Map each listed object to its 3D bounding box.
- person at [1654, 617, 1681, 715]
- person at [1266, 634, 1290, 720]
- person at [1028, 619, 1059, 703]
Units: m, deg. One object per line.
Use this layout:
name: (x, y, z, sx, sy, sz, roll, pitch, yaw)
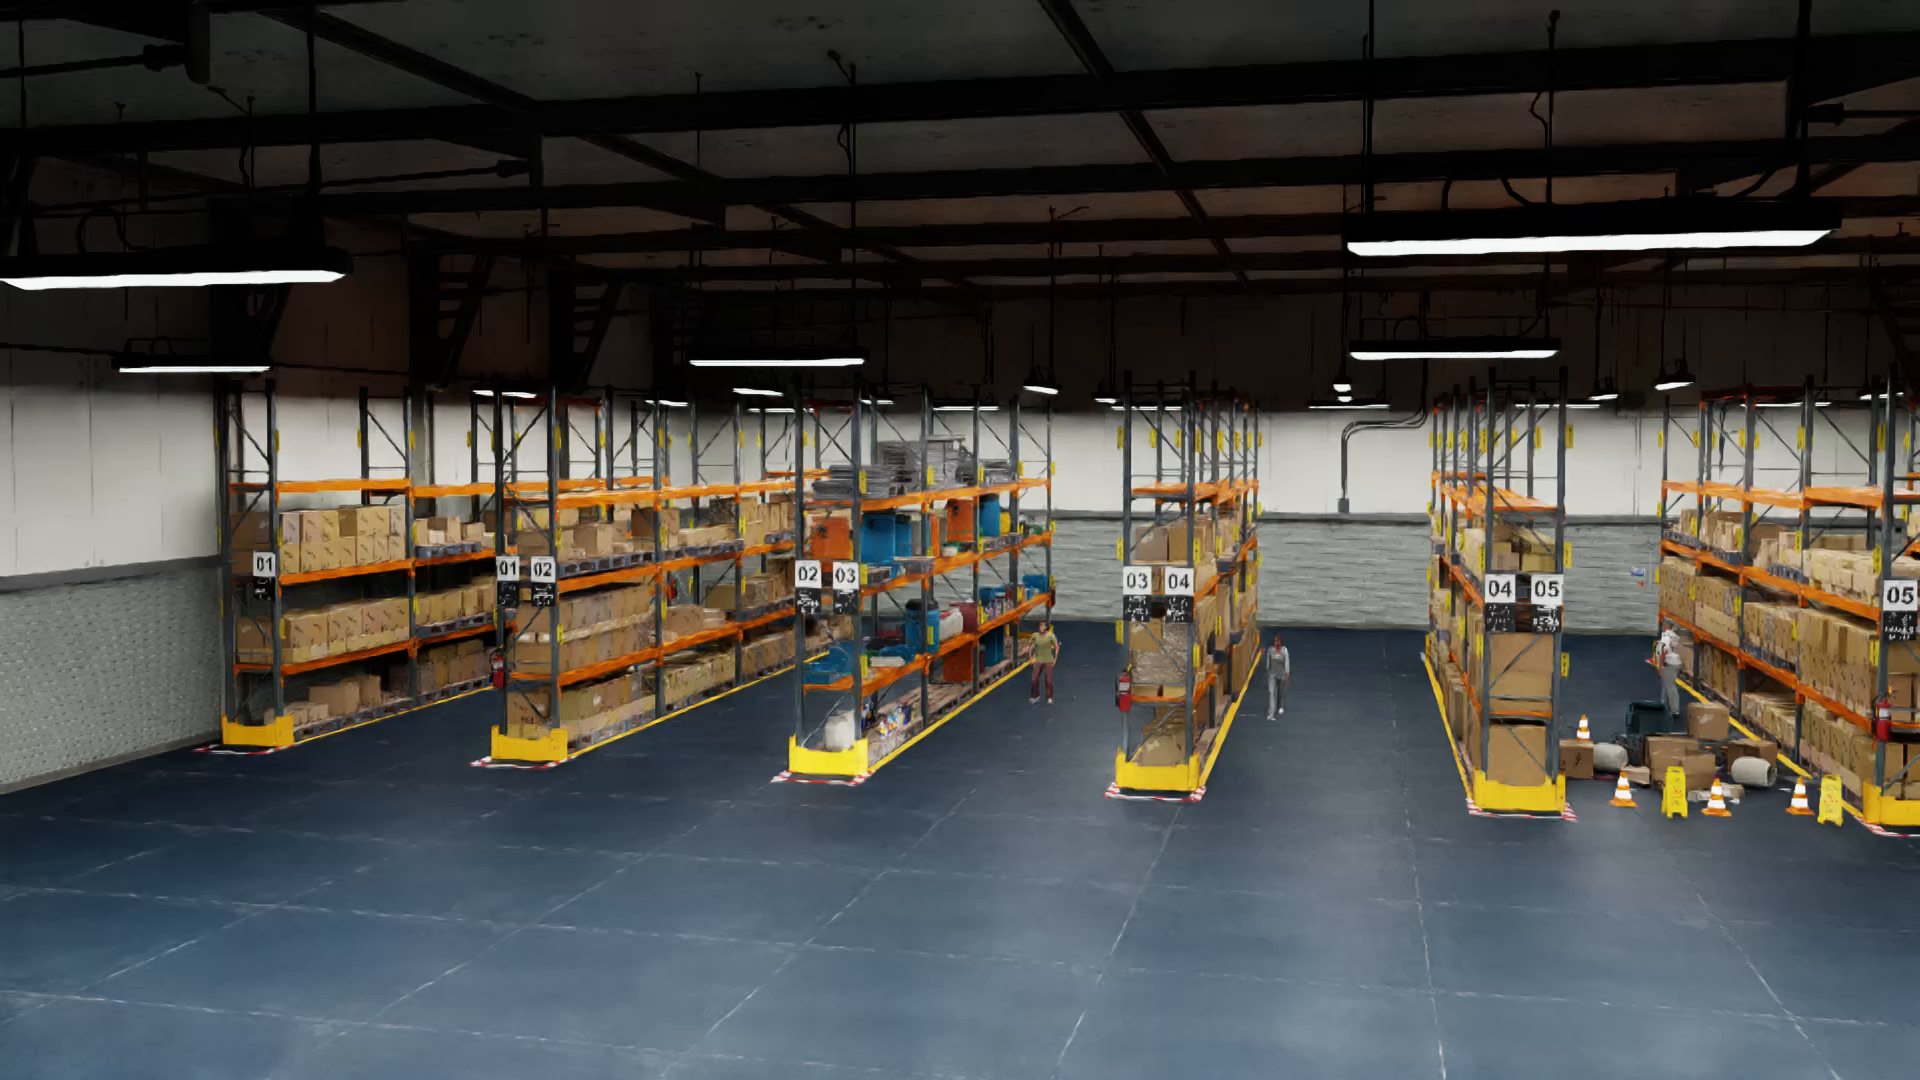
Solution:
person: (12.894, 2.291, 30.383, 0.591, 1.744, 0.668, 3, 4, 36)
person: (5.717, 2.436, 29.880, 0.415, 1.517, 1.041, 1, 3, 11)
person: (1.584, 2.303, 31.628, 0.598, 1.618, 0.507, 1, 3, 11)
